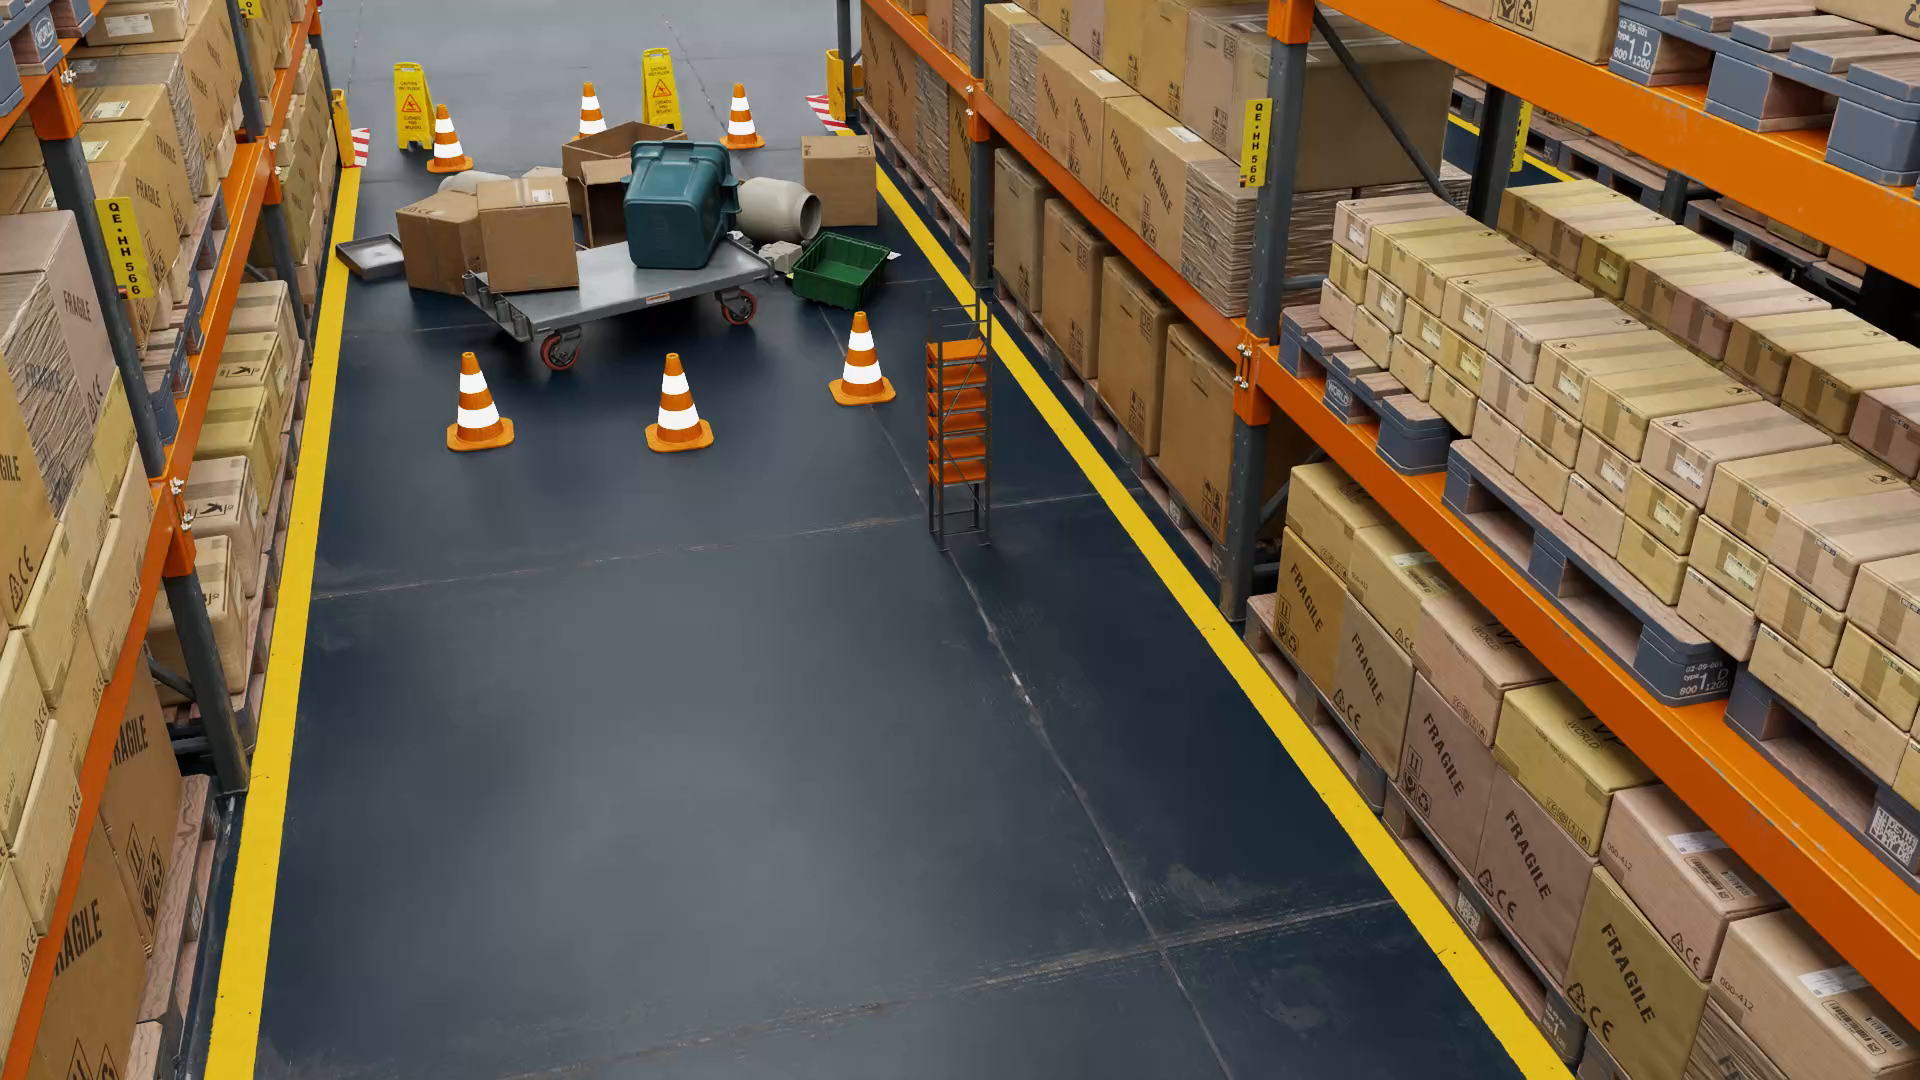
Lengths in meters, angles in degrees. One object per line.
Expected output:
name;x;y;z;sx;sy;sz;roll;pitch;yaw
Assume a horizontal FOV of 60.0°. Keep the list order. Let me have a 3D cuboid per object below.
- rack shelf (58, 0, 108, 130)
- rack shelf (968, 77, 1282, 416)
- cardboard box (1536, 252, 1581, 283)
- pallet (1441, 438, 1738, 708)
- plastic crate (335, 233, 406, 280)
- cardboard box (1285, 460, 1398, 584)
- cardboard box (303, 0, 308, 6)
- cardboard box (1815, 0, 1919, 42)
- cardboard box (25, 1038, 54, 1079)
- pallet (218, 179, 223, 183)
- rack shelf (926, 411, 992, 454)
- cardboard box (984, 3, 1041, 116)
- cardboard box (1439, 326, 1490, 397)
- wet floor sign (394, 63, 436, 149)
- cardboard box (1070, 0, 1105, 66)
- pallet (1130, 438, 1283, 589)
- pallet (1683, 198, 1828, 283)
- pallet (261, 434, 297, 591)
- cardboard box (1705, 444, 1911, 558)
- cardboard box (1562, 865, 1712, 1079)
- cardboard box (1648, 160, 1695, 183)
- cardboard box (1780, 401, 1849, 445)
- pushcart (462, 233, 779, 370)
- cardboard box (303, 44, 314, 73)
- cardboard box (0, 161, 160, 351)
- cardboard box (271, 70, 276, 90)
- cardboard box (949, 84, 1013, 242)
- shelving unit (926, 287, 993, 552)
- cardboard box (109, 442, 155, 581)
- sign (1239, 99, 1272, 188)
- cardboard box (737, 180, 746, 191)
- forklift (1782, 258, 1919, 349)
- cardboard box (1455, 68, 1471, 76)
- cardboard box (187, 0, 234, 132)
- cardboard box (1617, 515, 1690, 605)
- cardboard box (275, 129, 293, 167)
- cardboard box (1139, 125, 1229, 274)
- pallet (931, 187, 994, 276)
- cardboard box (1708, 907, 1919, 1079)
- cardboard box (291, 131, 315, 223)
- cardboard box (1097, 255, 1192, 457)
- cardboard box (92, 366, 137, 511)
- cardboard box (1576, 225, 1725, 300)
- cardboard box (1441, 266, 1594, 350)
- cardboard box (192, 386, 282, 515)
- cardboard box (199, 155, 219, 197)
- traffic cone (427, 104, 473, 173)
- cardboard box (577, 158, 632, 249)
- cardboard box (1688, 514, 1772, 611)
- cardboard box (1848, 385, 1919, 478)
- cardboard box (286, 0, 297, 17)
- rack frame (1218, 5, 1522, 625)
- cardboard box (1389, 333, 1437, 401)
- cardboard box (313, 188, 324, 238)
rack shelf;-3.654;-2.278;6.416;1.077;0.370;4.000;-8;31;-13
rack shelf;1.091;-1.687;8.389;1.077;0.370;4.000;-8;31;-13
cardboard box;2.265;-0.928;5.893;0.380;0.149;0.250;-7;31;-11
pallet;2.187;0.001;4.945;1.003;0.211;1.213;-8;31;-13
plastic crate;-3.811;-1.861;10.886;0.402;0.080;0.583;-20;35;-30
cardboard box;1.572;-0.092;6.242;0.500;0.250;0.500;-9;31;-16
cardboard box;-4.767;-3.821;11.608;0.380;0.149;0.250;-8;31;-14
cardboard box;2.400;-1.389;3.639;0.797;0.503;0.637;-8;31;-14
cardboard box;-2.551;1.620;3.658;0.875;0.875;0.875;-7;31;-12
pallet;-4.123;-1.786;8.033;1.003;0.211;1.213;-8;31;-13
rack shelf;-0.004;-0.488;7.484;0.258;0.103;0.180;-8;31;-13
cardboard box;0.441;-2.718;9.352;0.500;0.500;0.500;-8;31;-13
cardboard box;1.772;-0.593;5.315;0.380;0.149;0.250;-8;31;-13
wet floor sign;-4.266;-3.404;12.988;0.267;0.644;0.232;2;30;4
cardboard box;0.970;-2.709;8.338;0.700;0.500;0.500;-8;31;-13
pallet;1.486;-0.216;7.913;1.003;0.211;1.213;-8;31;-13
pallet;5.577;-1.992;10.982;1.003;0.211;1.213;-8;31;-13
pallet;-3.650;-0.084;7.685;1.003;0.211;1.213;-8;31;-13
cardboard box;2.119;-0.100;4.166;0.380;0.149;0.250;-9;31;-15
cardboard box;2.109;1.228;4.711;0.500;0.500;0.500;-9;31;-14
cardboard box;5.302;-2.874;11.796;0.500;0.500;0.500;-9;31;-15
cardboard box;2.606;-0.309;4.824;0.380;0.149;0.250;-8;31;-14
pushcart;-2.000;-1.450;9.878;1.648;0.377;0.936;-20;35;-30
cardboard box;-4.621;-3.266;11.327;0.380;0.149;0.250;-7;31;-12
cardboard box;-3.020;-0.927;5.542;0.500;0.500;0.500;-9;31;-15
cardboard box;-4.209;-2.707;9.683;0.380;0.149;0.250;-7;31;-12
cardboard box;0.461;-2.540;10.845;0.875;0.875;0.875;-7;31;-13
shelving unit;-0.004;-0.526;7.462;0.258;1.200;0.189;-8;31;-13
cardboard box;-2.739;-0.051;4.993;0.500;0.250;0.500;-9;31;-15
sign;1.088;-1.458;6.119;0.100;0.325;0.005;-8;31;-13
cardboard box;-1.672;-2.366;11.573;0.396;0.266;0.258;-3;30;-5
forklift;4.094;-1.180;6.862;1.130;2.935;3.031;-5;30;-8
cardboard box;4.457;-4.303;14.266;0.500;0.500;0.500;-2;30;-4
cardboard box;-3.709;-2.179;7.705;0.500;0.500;0.500;-8;31;-13
cardboard box;2.039;0.032;4.532;0.380;0.149;0.250;-7;31;-11
cardboard box;-4.057;-2.244;9.562;0.380;0.149;0.250;-7;31;-13
cardboard box;1.113;-1.499;7.245;0.500;0.500;0.500;-8;31;-13
pallet;0.434;-2.135;11.228;1.003;0.211;1.213;-8;31;-13
cardboard box;2.242;1.149;4.098;0.500;0.250;0.500;-9;31;-15
cardboard box;-4.235;-2.152;10.050;0.500;0.500;0.500;-7;31;-11
cardboard box;1.312;-0.969;8.255;1.050;0.750;0.750;-7;31;-13
cardboard box;-2.750;-0.277;4.885;0.500;0.250;0.500;-8;31;-13
cardboard box;2.328;-0.939;5.616;0.380;0.149;0.250;-7;31;-12
cardboard box;1.763;-0.738;5.268;0.380;0.149;0.250;-9;31;-15
cardboard box;-3.663;-0.367;7.593;0.950;0.372;0.625;-7;31;-12
cardboard box;-3.526;-1.624;7.393;0.380;0.149;0.250;-8;31;-13
traffic cone;-3.889;-3.055;12.567;0.336;0.463;0.334;-8;31;-13
cardboard box;-2.084;-2.205;10.922;0.797;0.637;0.503;-8;31;-13
cardboard box;2.109;0.027;4.244;0.380;0.149;0.250;-9;31;-16
cardboard box;2.679;-0.307;4.524;0.380;0.149;0.250;-7;31;-11
cardboard box;-4.579;-3.651;10.667;0.500;0.500;0.500;-8;31;-13
rack frame;1.622;-1.033;6.540;1.000;3.000;0.127;-8;31;-13
cardboard box;1.689;-0.603;5.629;0.380;0.149;0.250;-6;31;-11
cardboard box;-4.377;-2.082;10.679;0.500;0.250;0.500;-8;31;-14
